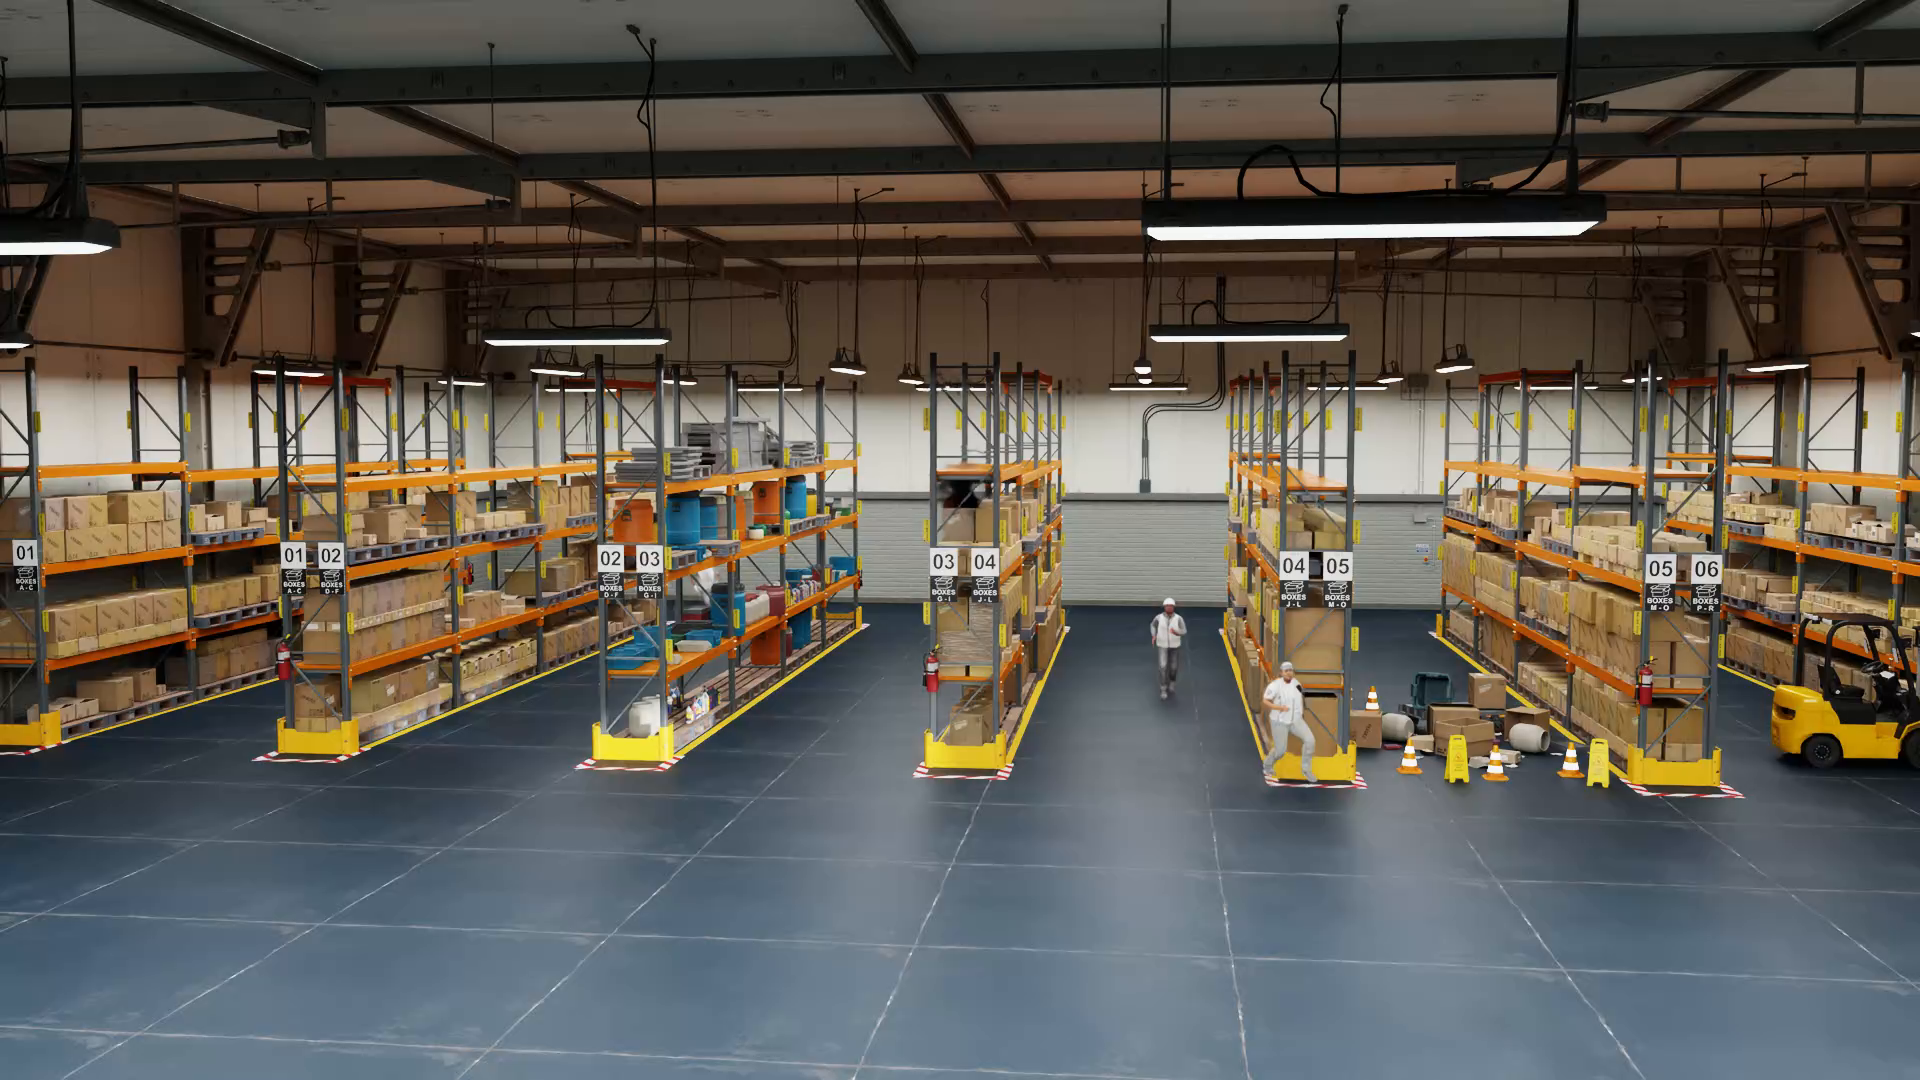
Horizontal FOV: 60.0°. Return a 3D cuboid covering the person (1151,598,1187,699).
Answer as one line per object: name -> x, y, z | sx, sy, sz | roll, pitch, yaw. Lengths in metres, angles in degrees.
person -> 3.800, 1.946, 30.296 | 0.645, 1.783, 0.906 | 0, 4, 5

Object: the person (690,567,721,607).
person -> -6.245, 1.233, 40.966 | 0.744, 1.737, 0.771 | -2, 4, -23

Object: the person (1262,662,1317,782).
person -> 4.389, 2.410, 22.279 | 0.654, 1.559, 0.840 | -1, 4, -17
